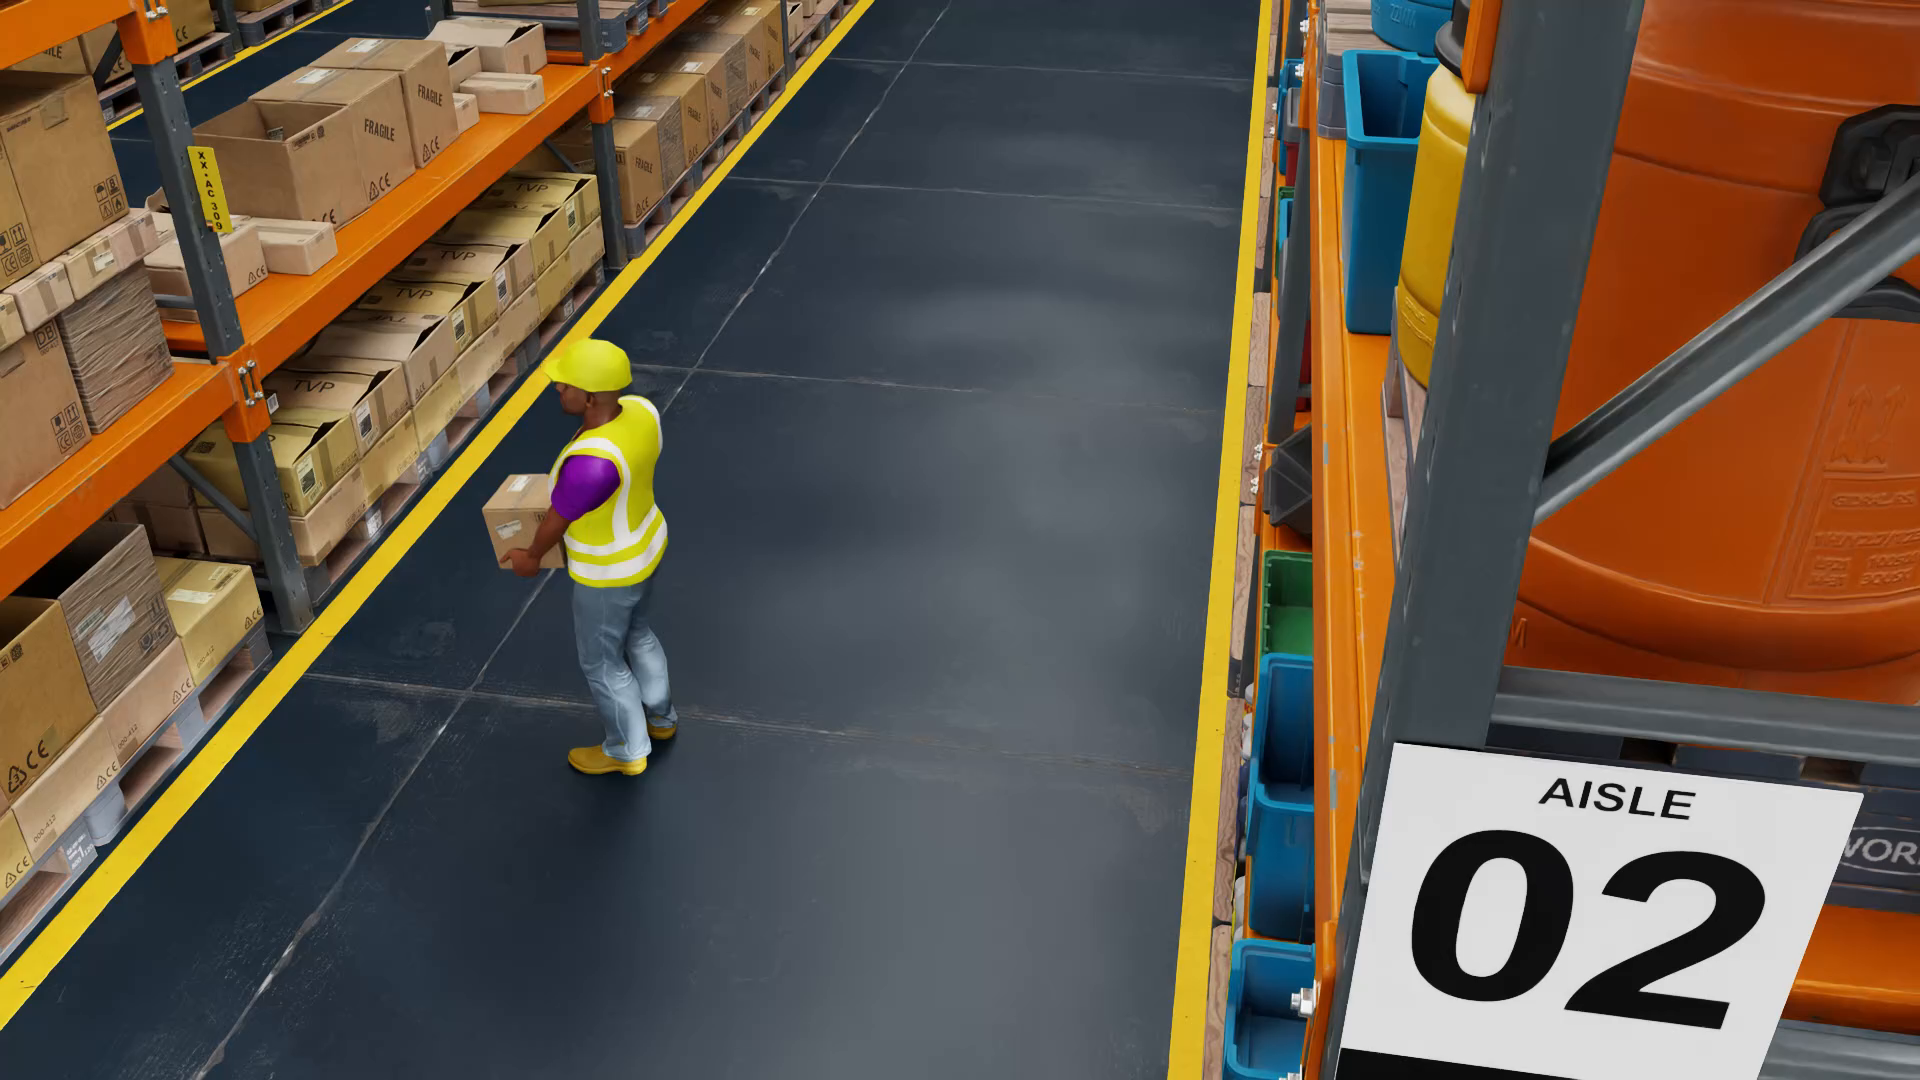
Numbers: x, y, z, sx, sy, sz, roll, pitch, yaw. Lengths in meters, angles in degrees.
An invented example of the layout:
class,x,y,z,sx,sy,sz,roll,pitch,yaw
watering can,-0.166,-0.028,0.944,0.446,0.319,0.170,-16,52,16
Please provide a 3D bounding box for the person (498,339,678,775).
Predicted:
class,x,y,z,sx,sy,sz,roll,pitch,yaw
person,-1.347,0.072,6.002,0.559,1.763,0.505,5,33,8
